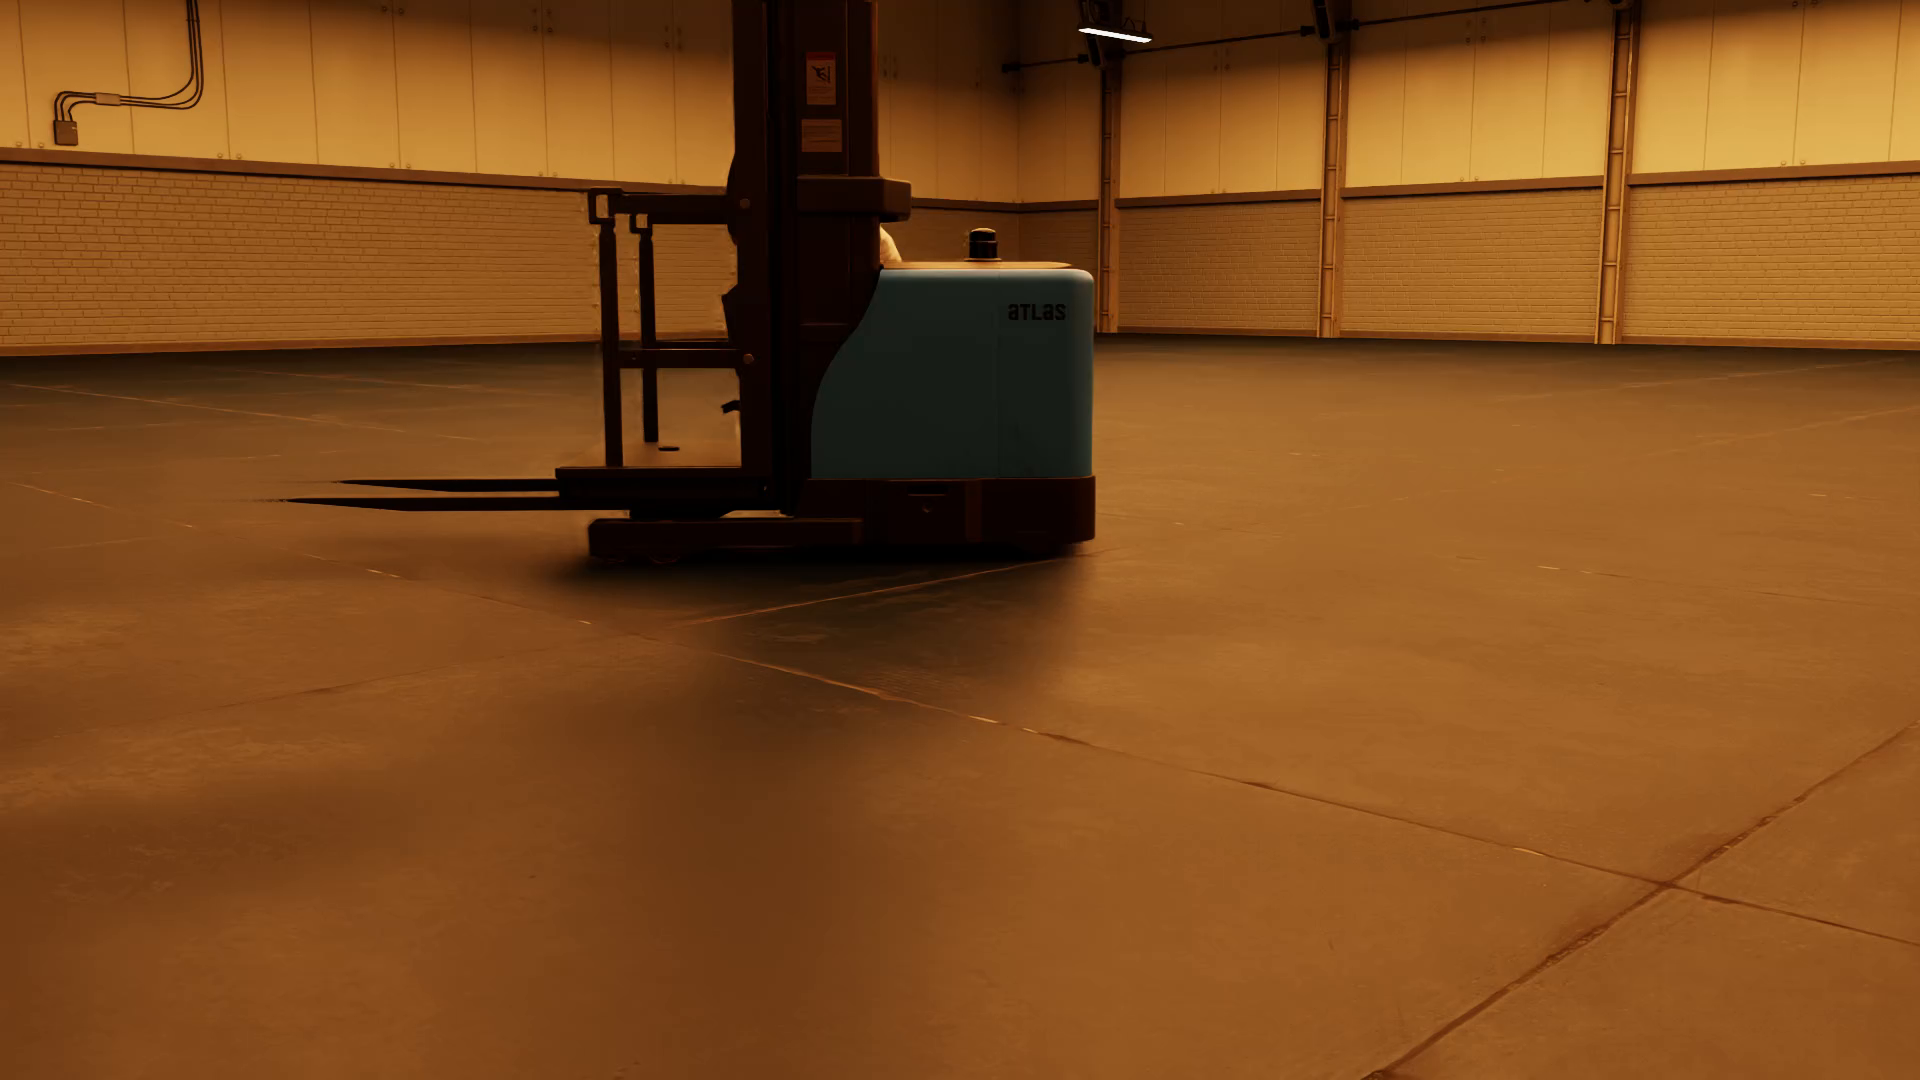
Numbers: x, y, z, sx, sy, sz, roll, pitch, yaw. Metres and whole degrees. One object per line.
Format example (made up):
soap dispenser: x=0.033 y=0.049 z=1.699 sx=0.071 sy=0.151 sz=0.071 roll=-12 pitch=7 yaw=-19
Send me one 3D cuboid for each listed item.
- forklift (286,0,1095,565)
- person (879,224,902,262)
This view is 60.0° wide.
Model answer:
forklift: x=-1.024 y=-1.439 z=6.430 sx=3.031 sy=2.935 sz=1.130 roll=0 pitch=9 yaw=-3
person: x=-0.658 y=-1.178 z=9.256 sx=0.907 sy=1.694 sz=0.564 roll=-4 pitch=9 yaw=-23
